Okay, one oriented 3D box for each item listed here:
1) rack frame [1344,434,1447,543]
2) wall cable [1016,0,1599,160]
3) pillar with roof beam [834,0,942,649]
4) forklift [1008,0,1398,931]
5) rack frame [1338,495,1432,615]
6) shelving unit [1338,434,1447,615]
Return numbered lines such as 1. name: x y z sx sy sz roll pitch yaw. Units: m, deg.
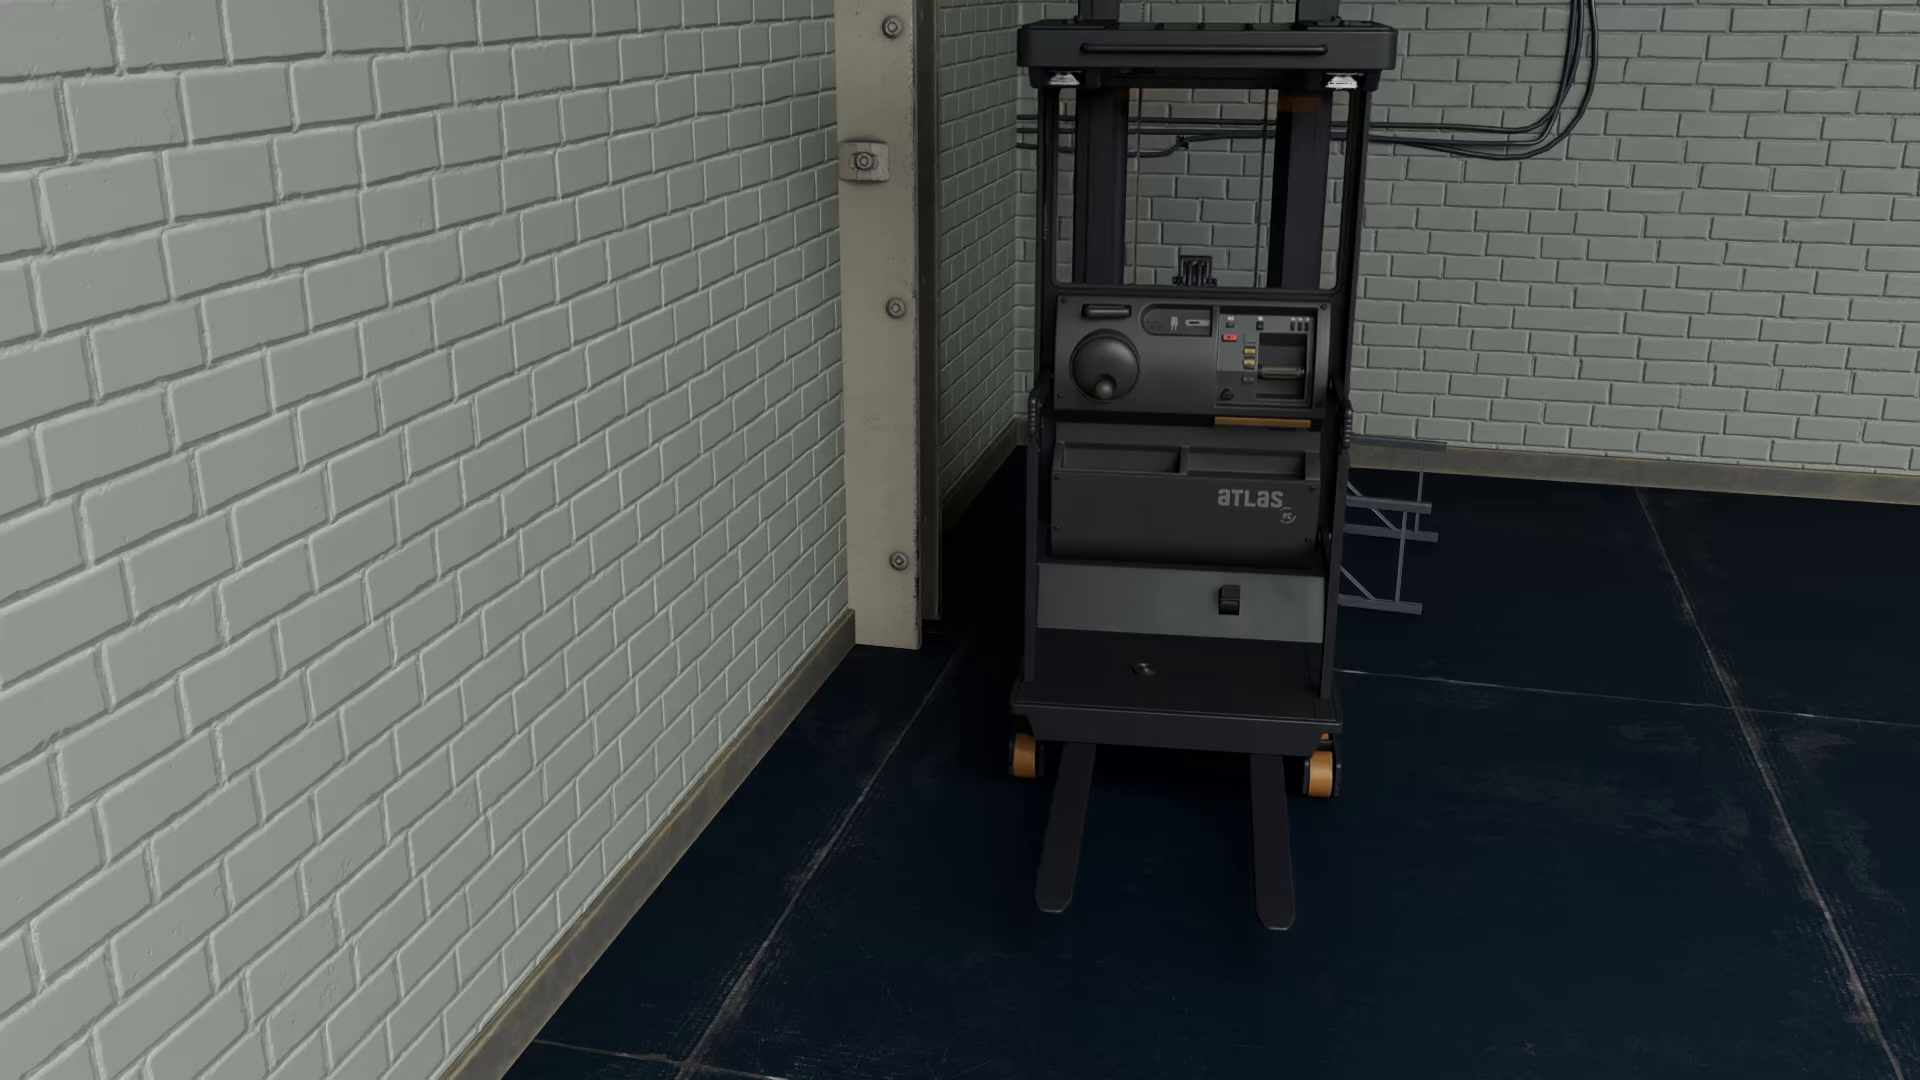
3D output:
1. rack frame: 1.617 -0.307 8.252 1.500 0.500 0.032 6 20 18
2. wall cable: 1.729 -3.230 8.527 3.097 2.526 0.112 5 19 13
3. pillar with roof beam: 3.902 -3.541 4.632 9.100 9.000 0.400 5 19 13
4. forklift: 0.765 -0.634 5.508 1.130 2.935 3.031 3 19 8
5. rack frame: 1.285 0.004 7.343 1.500 0.500 0.032 6 20 18
6. shelving unit: 1.451 -0.151 7.798 1.500 0.538 1.048 6 20 18
